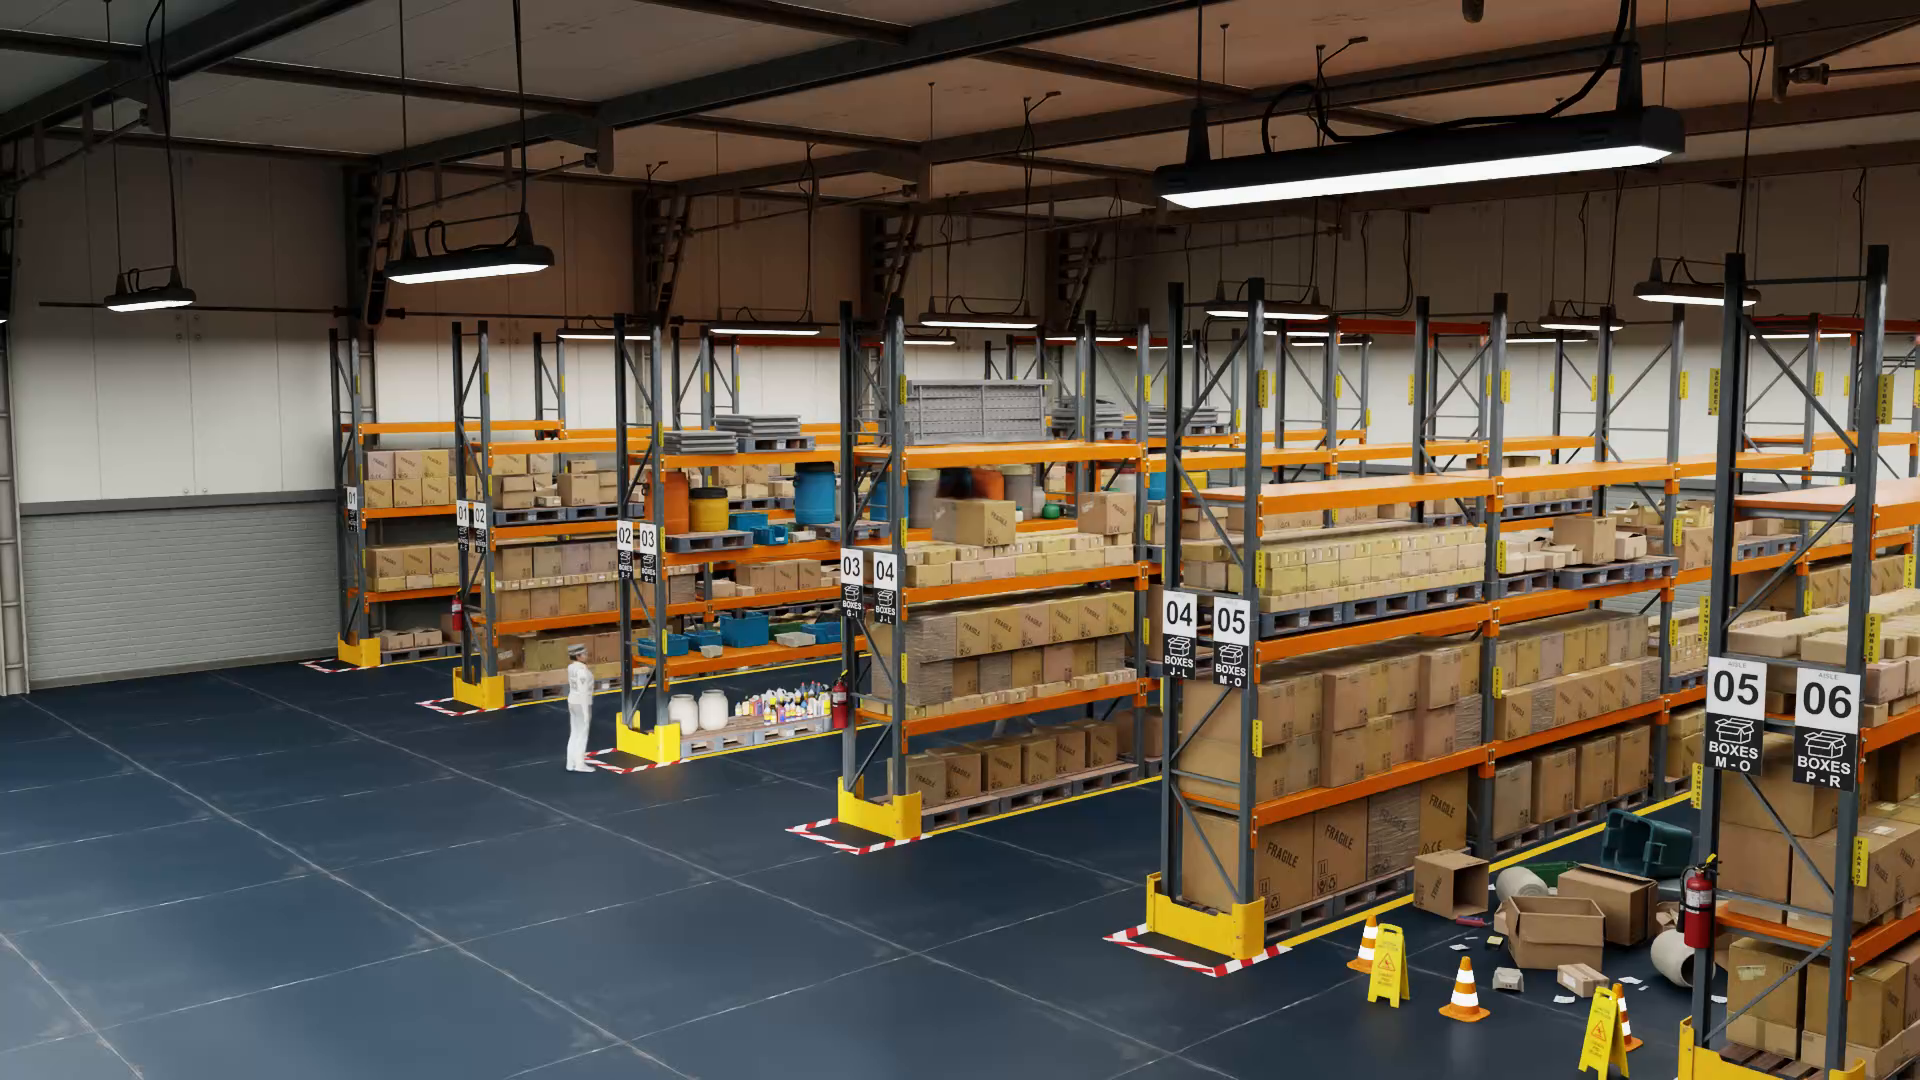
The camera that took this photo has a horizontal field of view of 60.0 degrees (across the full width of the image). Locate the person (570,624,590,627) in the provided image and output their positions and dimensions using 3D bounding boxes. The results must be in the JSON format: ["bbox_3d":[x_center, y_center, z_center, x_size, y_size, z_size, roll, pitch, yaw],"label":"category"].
[{"bbox_3d":[-6.634,1.396,29.245,0.408,1.771,0.680,4,7,37],"label":"person"}]

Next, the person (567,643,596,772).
[{"bbox_3d":[-4.965,2.187,21.738,0.377,1.705,0.533,-4,7,-34],"label":"person"}]

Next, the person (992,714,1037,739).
[{"bbox_3d":[0.706,2.065,22.653,0.986,1.662,0.634,-5,7,-39],"label":"person"}]
